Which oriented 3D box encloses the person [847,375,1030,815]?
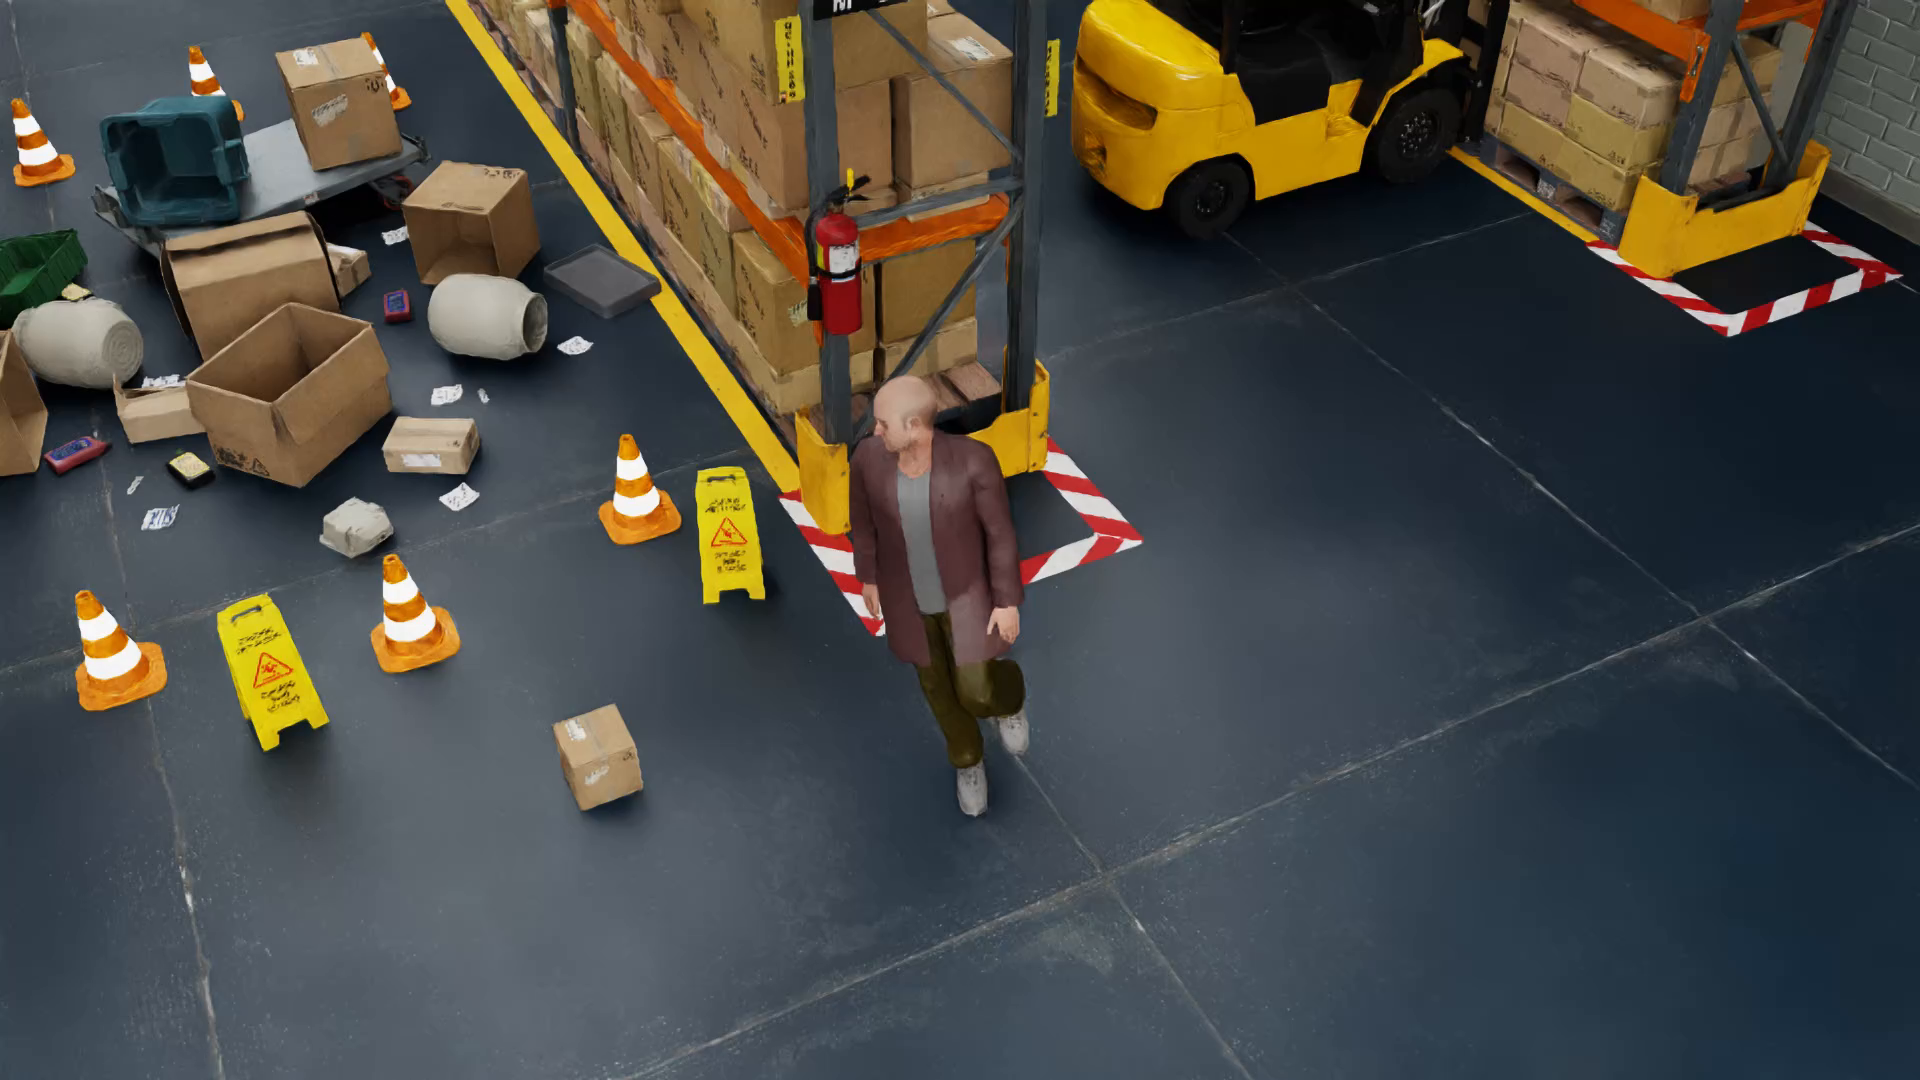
[{"bbox_3d":[-0.082,0.205,5.934,0.700,1.765,0.515,8,41,9],"label":"person"}]
